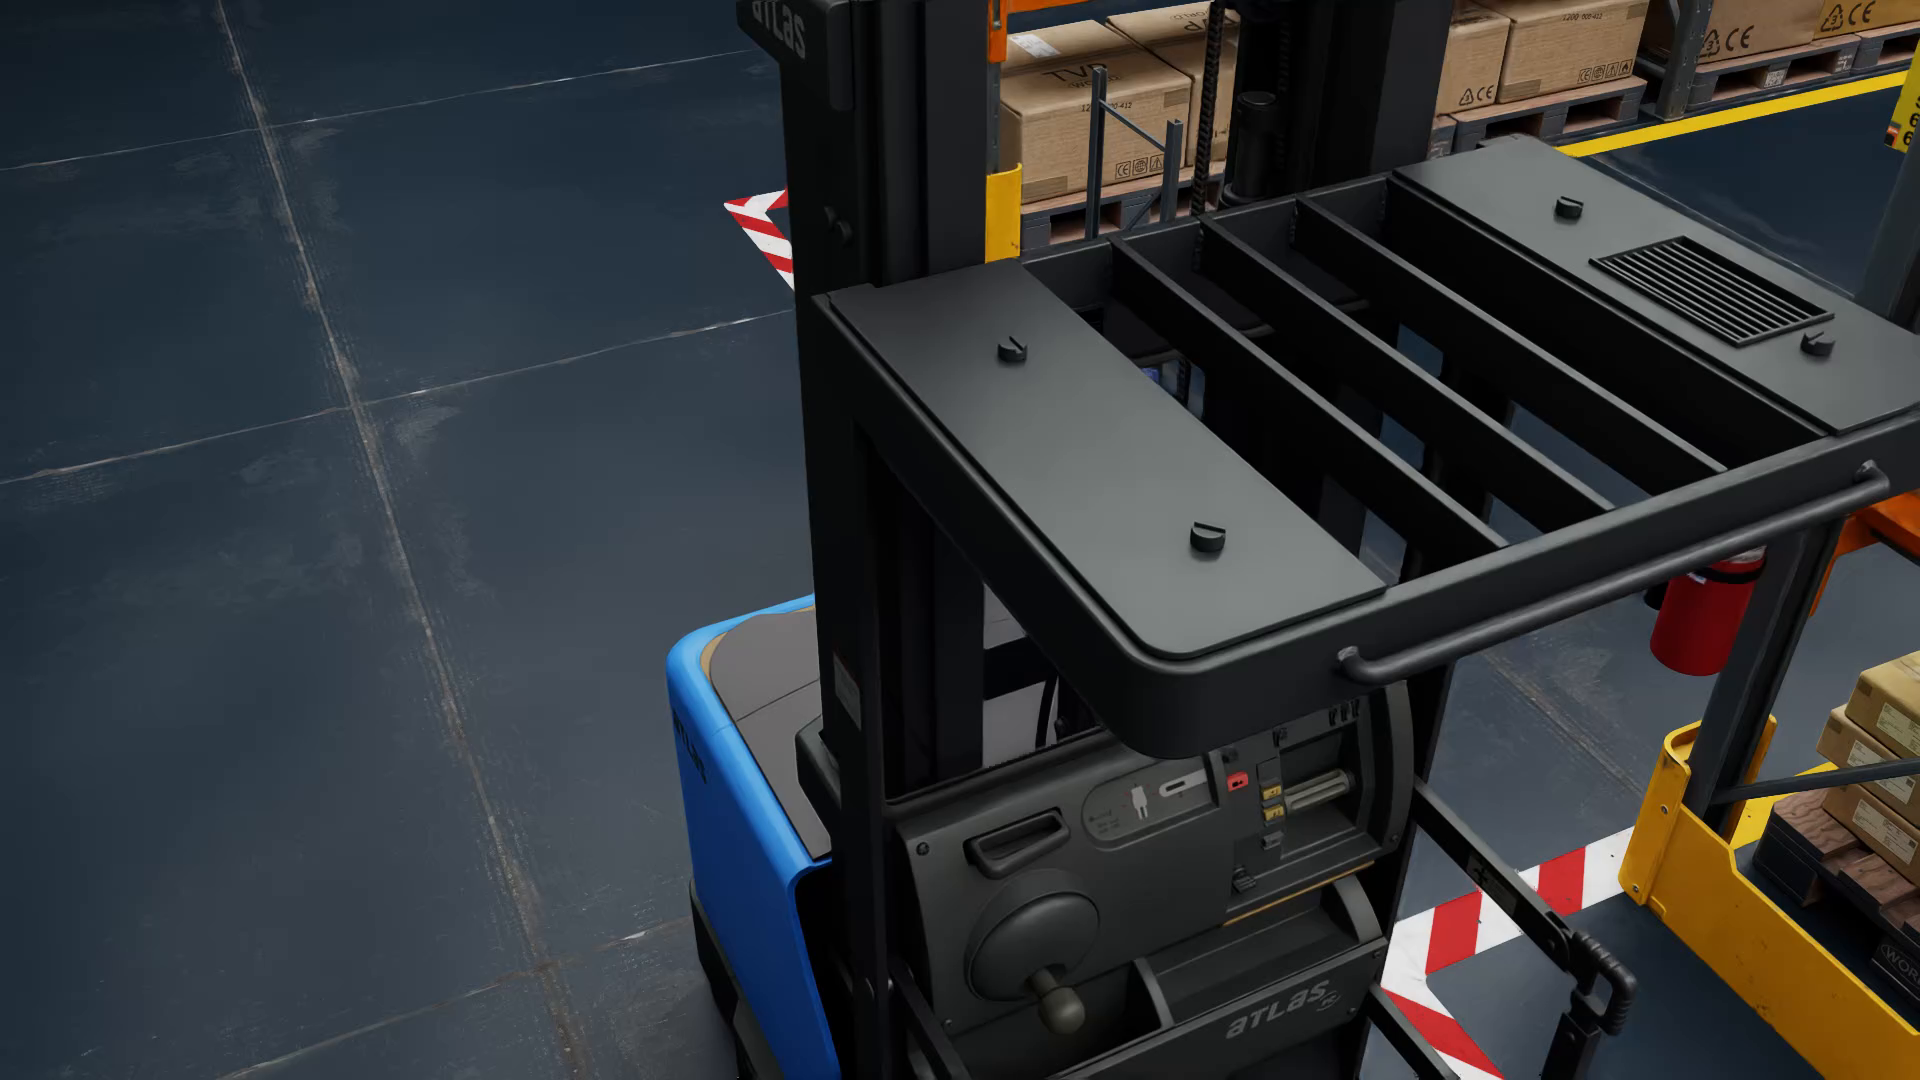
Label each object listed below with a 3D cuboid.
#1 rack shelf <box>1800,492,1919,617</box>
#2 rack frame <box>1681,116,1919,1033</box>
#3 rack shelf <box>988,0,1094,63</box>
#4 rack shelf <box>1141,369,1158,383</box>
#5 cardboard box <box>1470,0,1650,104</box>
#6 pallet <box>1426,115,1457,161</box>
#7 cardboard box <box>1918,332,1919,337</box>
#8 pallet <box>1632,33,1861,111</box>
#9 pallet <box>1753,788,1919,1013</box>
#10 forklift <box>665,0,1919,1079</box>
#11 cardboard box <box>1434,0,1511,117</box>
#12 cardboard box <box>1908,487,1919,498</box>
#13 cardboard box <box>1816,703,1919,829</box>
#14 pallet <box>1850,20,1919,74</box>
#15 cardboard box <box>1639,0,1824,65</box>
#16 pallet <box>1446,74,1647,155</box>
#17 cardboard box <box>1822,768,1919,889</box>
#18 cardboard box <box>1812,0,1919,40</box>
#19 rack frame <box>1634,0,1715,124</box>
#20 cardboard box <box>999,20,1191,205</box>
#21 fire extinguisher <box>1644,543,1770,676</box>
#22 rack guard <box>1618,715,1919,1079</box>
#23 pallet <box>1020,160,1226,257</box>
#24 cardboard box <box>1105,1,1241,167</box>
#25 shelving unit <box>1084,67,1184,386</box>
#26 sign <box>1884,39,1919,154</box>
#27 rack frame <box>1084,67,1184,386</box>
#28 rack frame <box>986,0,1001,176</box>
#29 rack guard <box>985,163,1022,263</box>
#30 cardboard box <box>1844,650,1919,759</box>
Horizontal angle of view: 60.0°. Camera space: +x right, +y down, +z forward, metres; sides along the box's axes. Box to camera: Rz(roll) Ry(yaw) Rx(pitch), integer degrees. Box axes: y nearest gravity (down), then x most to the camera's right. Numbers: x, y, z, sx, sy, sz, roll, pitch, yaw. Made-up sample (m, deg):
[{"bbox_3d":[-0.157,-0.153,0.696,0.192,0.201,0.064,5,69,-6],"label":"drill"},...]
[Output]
[{"bbox_3d":[3.907,-0.222,4.136,4.000,0.370,1.077,-16,39,-20],"label":"rack shelf"},{"bbox_3d":[2.096,-0.005,3.239,0.127,3.000,1.000,-16,39,-20],"label":"rack frame"},{"bbox_3d":[1.712,-2.866,7.700,4.000,0.370,1.077,-16,39,-20],"label":"rack shelf"},{"bbox_3d":[0.077,-0.480,5.439,1.000,0.185,0.538,-16,39,-20],"label":"rack shelf"},{"bbox_3d":[2.909,-2.700,8.670,0.875,0.438,0.875,-16,40,-21],"label":"cardboard box"},{"bbox_3d":[1.695,-2.080,8.377,1.213,0.211,1.003,-16,39,-20],"label":"pallet"},{"bbox_3d":[2.394,-0.417,3.461,0.500,0.500,0.500,-15,39,-19],"label":"cardboard box"},{"bbox_3d":[4.189,-2.777,9.317,1.213,0.211,1.003,-16,39,-20],"label":"pallet"},{"bbox_3d":[2.915,0.909,4.347,1.213,0.211,1.003,-16,39,-20],"label":"pallet"},{"bbox_3d":[0.446,0.555,2.541,1.130,2.935,3.031,-17,40,-21],"label":"forklift"},{"bbox_3d":[2.098,-2.473,8.364,0.875,0.438,0.875,-17,40,-21],"label":"cardboard box"},{"bbox_3d":[2.271,-0.139,3.630,0.250,0.149,0.380,-16,39,-20],"label":"cardboard box"},{"bbox_3d":[2.453,0.564,4.262,0.250,0.149,0.380,-17,40,-21],"label":"cardboard box"},{"bbox_3d":[5.295,-3.088,9.737,1.213,0.211,1.003,-16,39,-20],"label":"pallet"},{"bbox_3d":[4.050,-3.177,8.946,0.875,0.875,0.875,-14,39,-19],"label":"cardboard box"},{"bbox_3d":[2.801,-2.391,8.796,1.213,0.211,1.003,-16,39,-20],"label":"pallet"},{"bbox_3d":[2.484,0.726,4.294,0.250,0.149,0.380,-15,39,-19],"label":"cardboard box"},{"bbox_3d":[4.864,-3.410,9.260,0.875,0.875,0.875,-14,39,-19],"label":"cardboard box"},{"bbox_3d":[3.523,-3.661,8.168,0.127,3.000,1.000,-16,39,-20],"label":"rack frame"},{"bbox_3d":[0.457,-2.009,7.739,0.875,0.438,0.875,-17,40,-21],"label":"cardboard box"},{"bbox_3d":[1.672,-0.009,3.622,0.183,0.674,0.296,-16,39,-20],"label":"fire extinguisher"},{"bbox_3d":[2.165,0.980,4.009,0.348,0.500,1.175,-16,39,-20],"label":"rack guard"},{"bbox_3d":[0.592,-1.773,7.964,1.213,0.211,1.003,-16,39,-20],"label":"pallet"},{"bbox_3d":[1.281,-2.246,8.058,0.875,0.438,0.875,-15,39,-19],"label":"cardboard box"},{"bbox_3d":[0.077,-0.624,5.332,1.048,1.500,0.538,-16,39,-20],"label":"shelving unit"},{"bbox_3d":[1.879,-0.901,3.210,0.005,0.325,0.100,-16,39,-20],"label":"sign"},{"bbox_3d":[0.537,-0.753,5.506,0.032,1.500,0.500,-16,39,-20],"label":"rack frame"},{"bbox_3d":[-0.098,-2.649,6.803,0.127,3.000,1.000,-16,39,-20],"label":"rack frame"},{"bbox_3d":[-0.120,-1.639,7.540,0.348,0.500,1.175,-16,39,-20],"label":"rack guard"},{"bbox_3d":[2.468,0.462,4.151,0.250,0.149,0.380,-15,39,-19],"label":"cardboard box"}]
